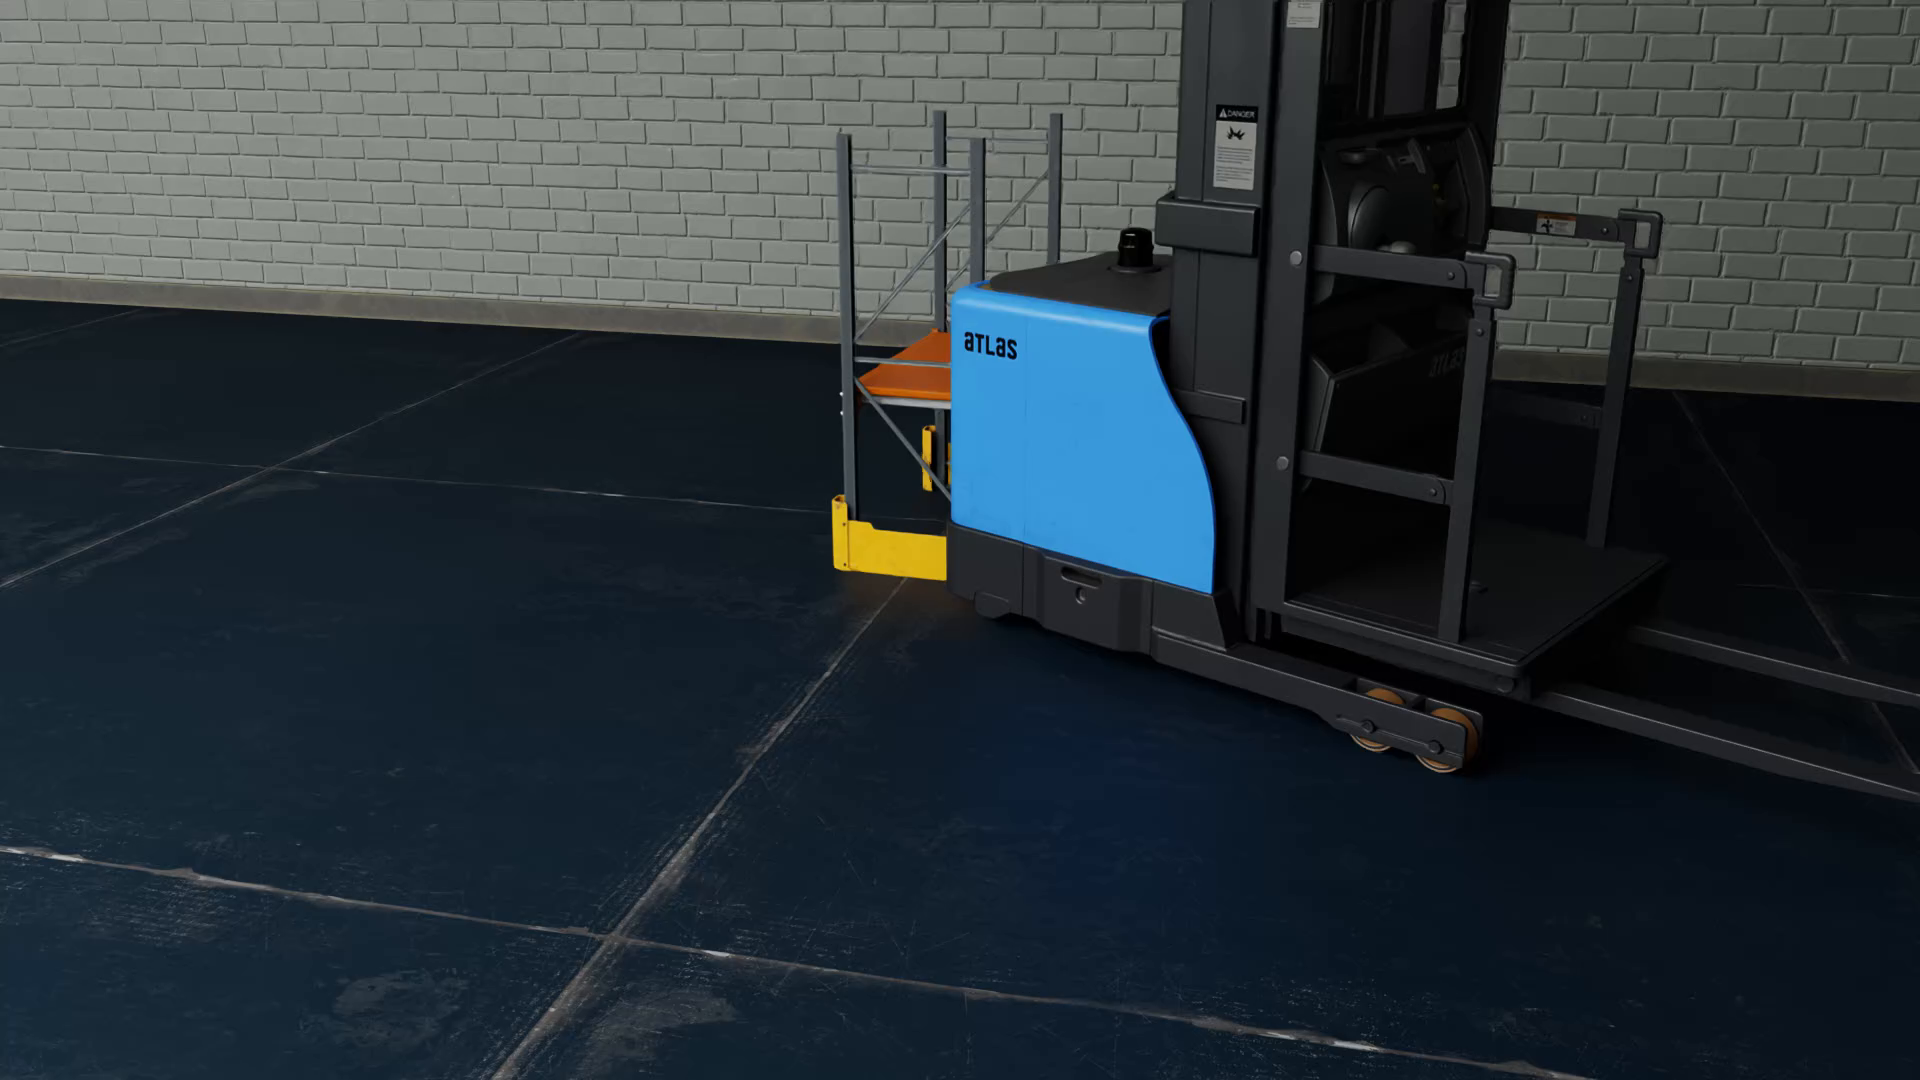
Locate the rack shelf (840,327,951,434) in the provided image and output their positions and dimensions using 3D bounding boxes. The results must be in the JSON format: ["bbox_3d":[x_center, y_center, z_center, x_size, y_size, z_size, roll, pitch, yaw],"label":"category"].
[{"bbox_3d":[-0.010,-0.580,6.122,0.538,0.185,1.000,6,20,16],"label":"rack shelf"}]

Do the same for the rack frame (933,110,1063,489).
[{"bbox_3d":[0.141,-0.907,6.523,0.500,1.500,0.032,6,20,16],"label":"rack frame"}]

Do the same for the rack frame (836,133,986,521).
[{"bbox_3d":[-0.161,-0.593,5.604,0.500,1.500,0.032,6,20,16],"label":"rack frame"}]

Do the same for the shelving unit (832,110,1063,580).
[{"bbox_3d":[-0.012,-0.747,6.055,0.587,1.500,1.083,6,20,16],"label":"shelving unit"}]

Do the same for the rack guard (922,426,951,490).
[{"bbox_3d":[0.136,-0.310,6.707,0.587,0.250,0.087,6,20,16],"label":"rack guard"}]

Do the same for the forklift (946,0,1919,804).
[{"bbox_3d":[1.398,-0.964,4.476,3.031,2.935,1.130,16,24,38],"label":"forklift"}]

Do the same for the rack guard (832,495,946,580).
[{"bbox_3d":[-0.161,-0.002,5.807,0.587,0.250,0.087,6,20,16],"label":"rack guard"}]
